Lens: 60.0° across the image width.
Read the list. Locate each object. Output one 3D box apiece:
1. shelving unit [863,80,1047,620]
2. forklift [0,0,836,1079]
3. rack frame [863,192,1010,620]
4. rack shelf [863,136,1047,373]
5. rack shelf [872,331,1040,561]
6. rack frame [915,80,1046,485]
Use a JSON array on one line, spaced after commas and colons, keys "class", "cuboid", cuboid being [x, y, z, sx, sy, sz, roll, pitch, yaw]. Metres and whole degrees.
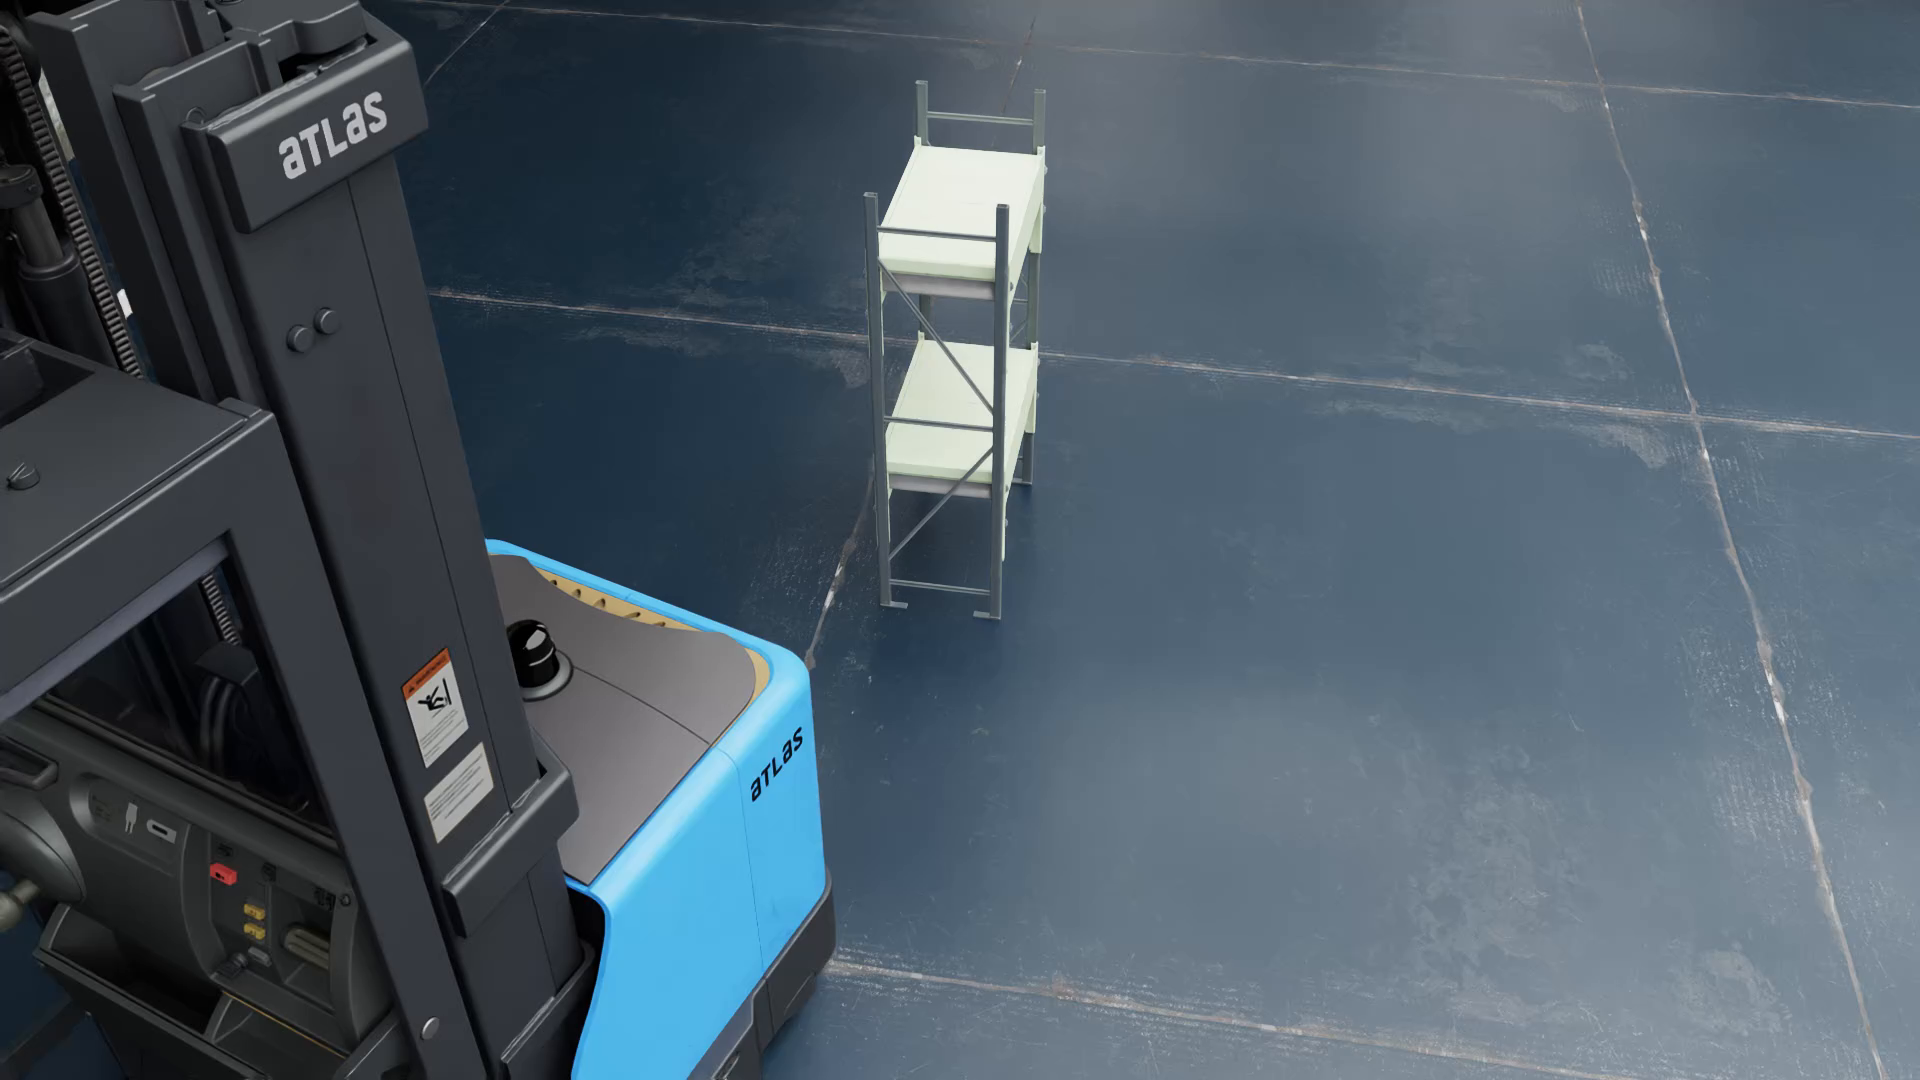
[{"class": "shelving unit", "cuboid": [-0.001, -0.574, 5.267, 0.431, 1.500, 0.755, 6, 40, 8]}, {"class": "forklift", "cuboid": [-1.459, 0.647, 2.667, 1.130, 2.935, 3.031, 19, 43, 21]}, {"class": "rack frame", "cuboid": [-0.064, -0.344, 4.989, 0.400, 1.500, 0.023, 6, 40, 8]}, {"class": "rack shelf", "cuboid": [-0.001, -0.875, 5.018, 0.431, 0.370, 0.720, 6, 40, 8]}, {"class": "rack shelf", "cuboid": [-0.001, -0.323, 5.475, 0.431, 0.370, 0.720, 6, 40, 8]}, {"class": "rack frame", "cuboid": [0.062, -0.804, 5.545, 0.400, 1.500, 0.023, 6, 40, 8]}]
